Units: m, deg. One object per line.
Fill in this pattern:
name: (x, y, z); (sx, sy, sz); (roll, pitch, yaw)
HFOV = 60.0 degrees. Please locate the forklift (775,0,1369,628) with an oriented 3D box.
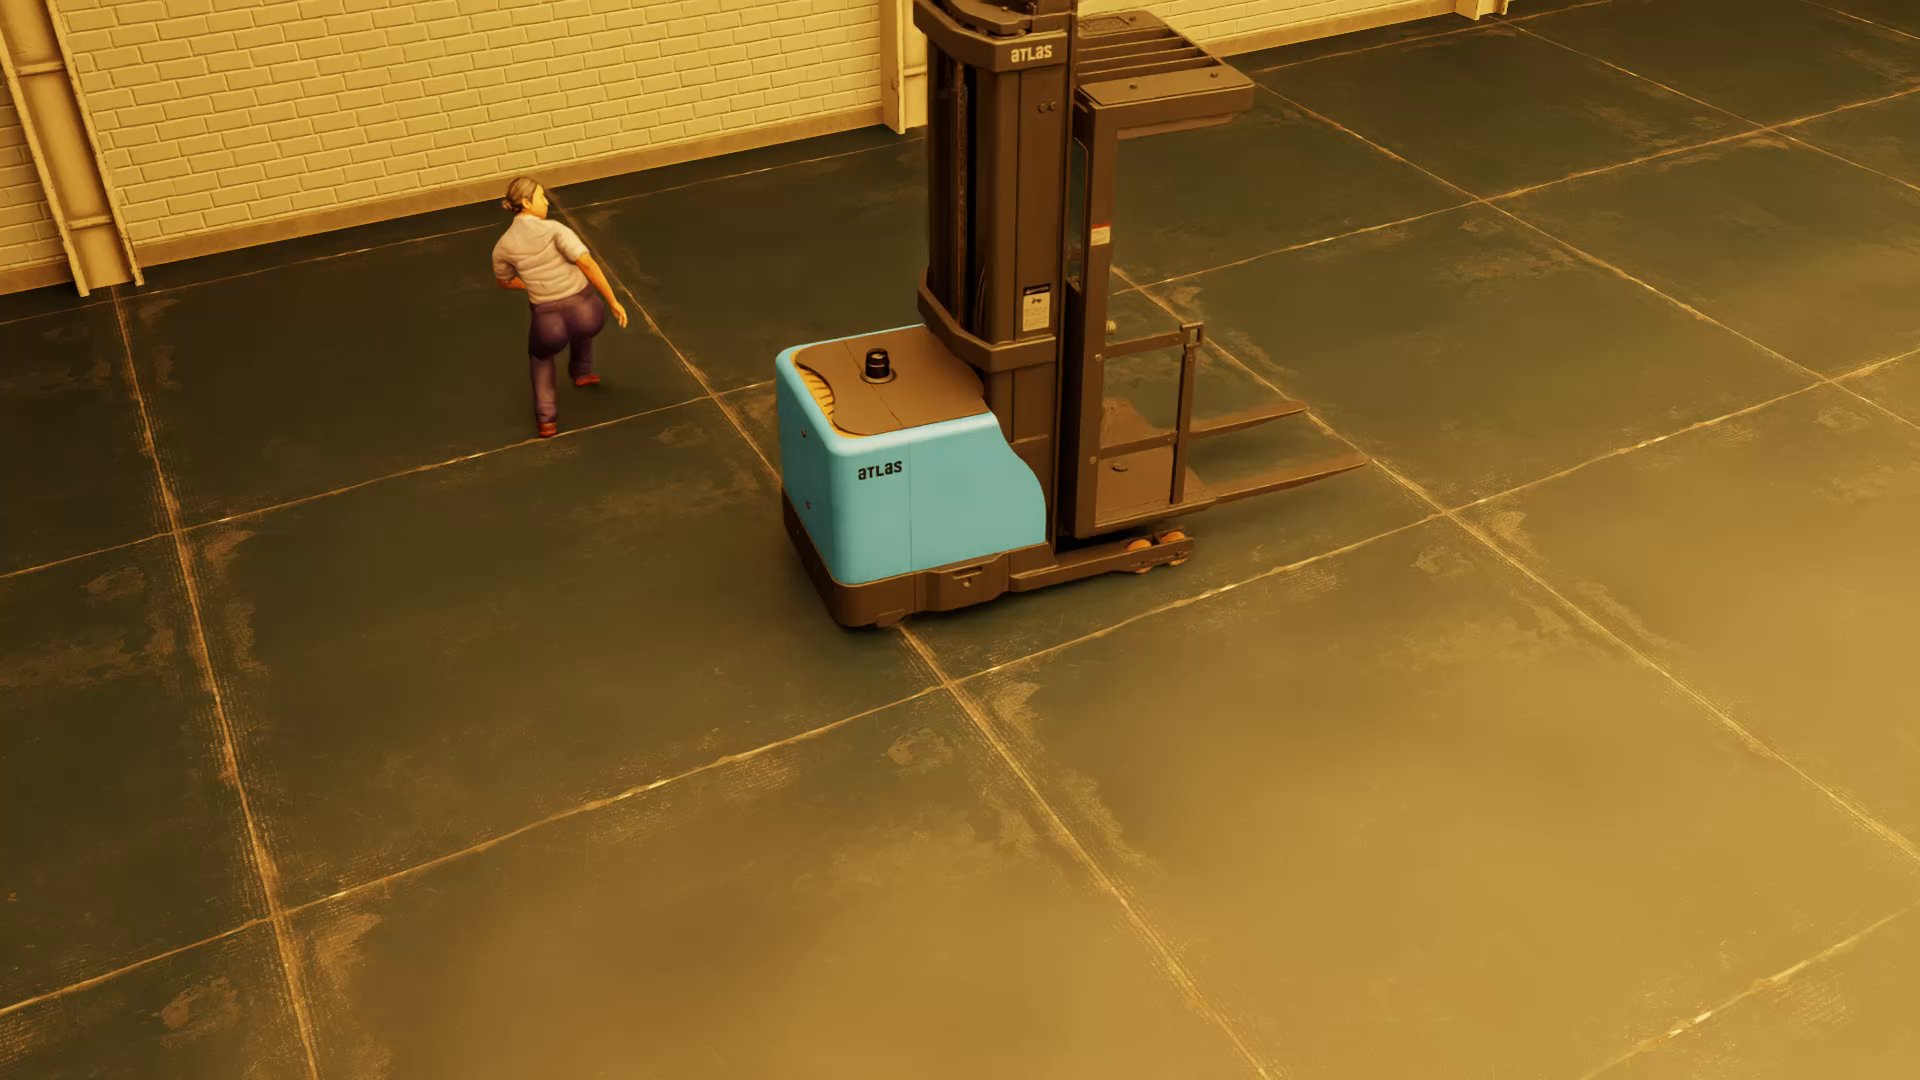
forklift: (0.655, -1.302, 7.964); (3.031, 2.935, 1.130); (-13, 37, -17)

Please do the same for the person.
person: (-2.222, -1.343, 9.329); (0.705, 1.460, 0.713); (-5, 36, -7)
